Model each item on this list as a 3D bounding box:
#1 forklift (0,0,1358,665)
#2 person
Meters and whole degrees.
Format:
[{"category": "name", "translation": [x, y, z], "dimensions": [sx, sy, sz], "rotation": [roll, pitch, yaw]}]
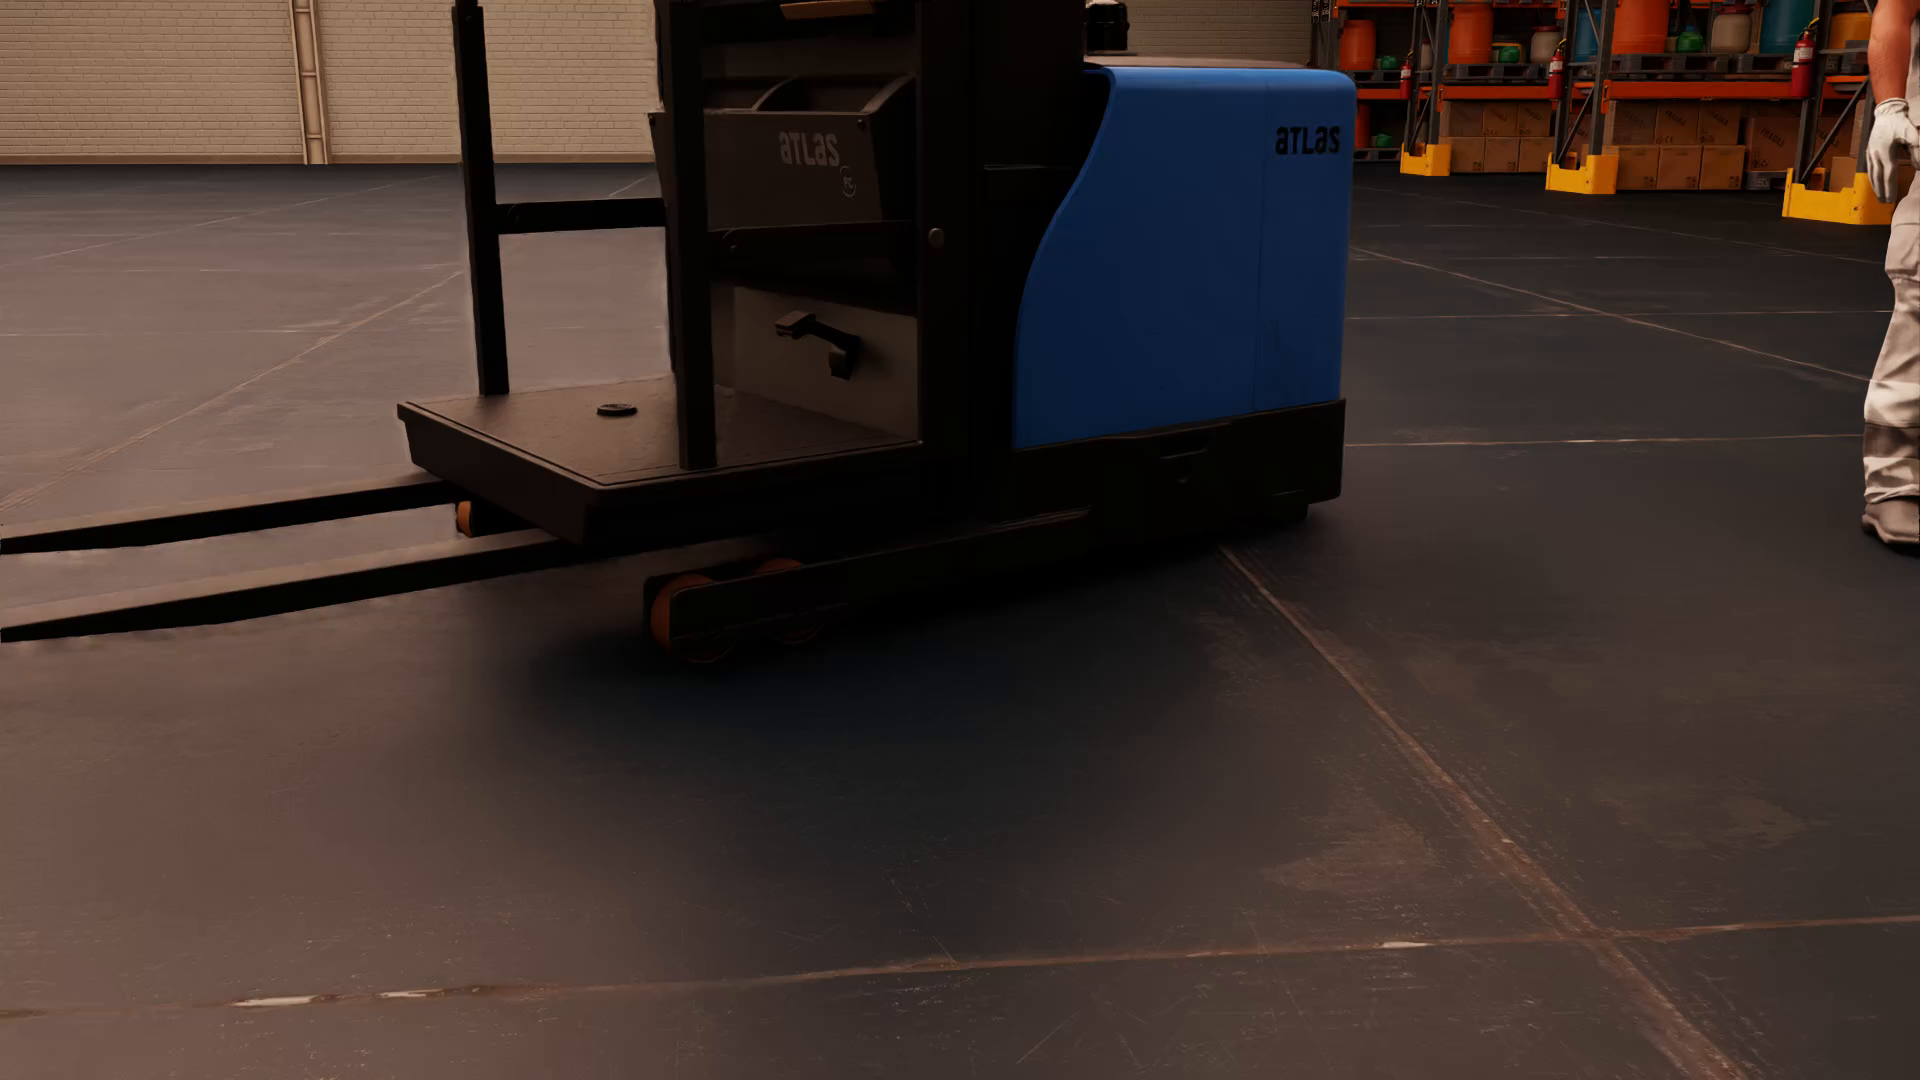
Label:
[{"category": "forklift", "translation": [-0.553, -1.340, 3.267], "dimensions": [3.031, 2.935, 1.130], "rotation": [-11, 18, -35]}, {"category": "person", "translation": [2.421, -0.899, 3.811], "dimensions": [0.640, 1.788, 0.565], "rotation": [-1, 15, -5]}]
